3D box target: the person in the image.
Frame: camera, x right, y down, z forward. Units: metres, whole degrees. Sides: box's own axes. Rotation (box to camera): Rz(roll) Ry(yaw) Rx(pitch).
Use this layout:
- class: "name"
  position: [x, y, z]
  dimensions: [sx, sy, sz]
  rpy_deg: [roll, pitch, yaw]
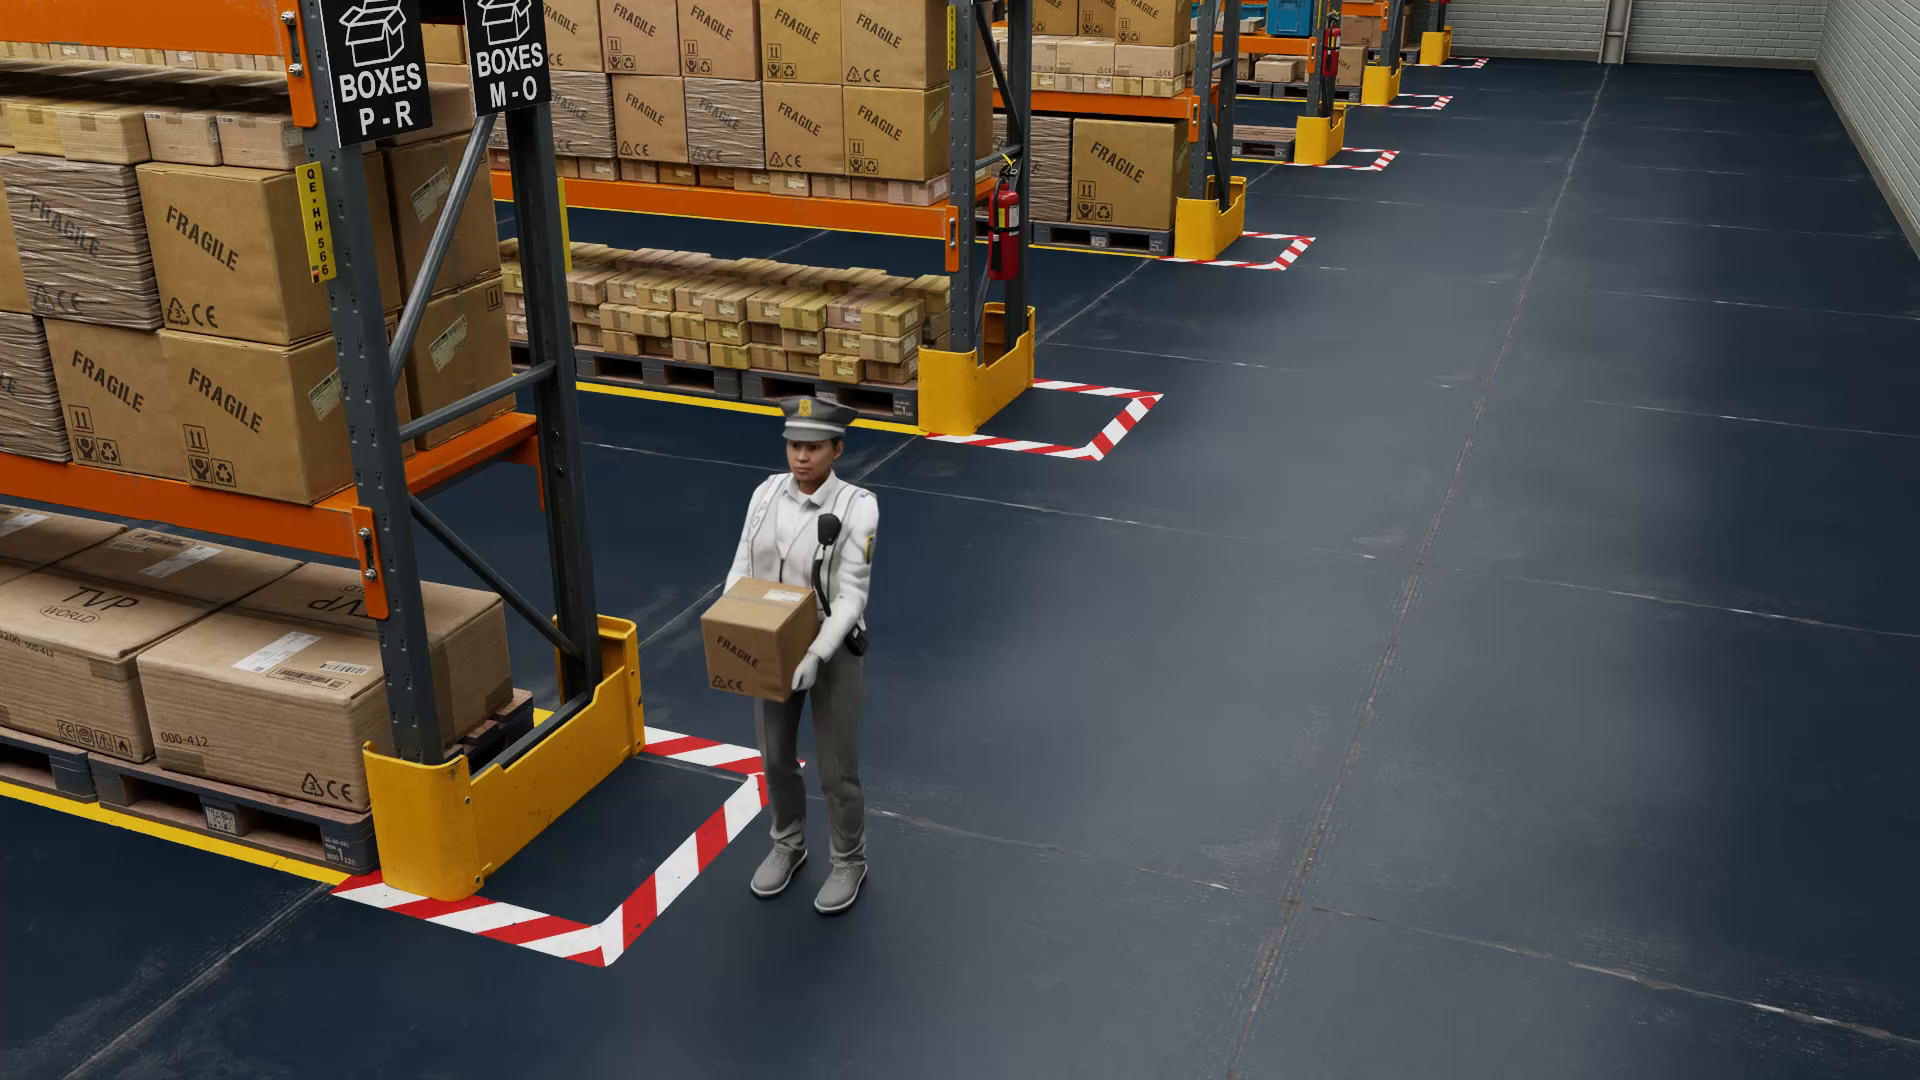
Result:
- class: "person"
  position: [-0.503, 0.374, 5.156]
  dimensions: [0.459, 1.686, 0.556]
  rpy_deg: [9, 24, 21]
